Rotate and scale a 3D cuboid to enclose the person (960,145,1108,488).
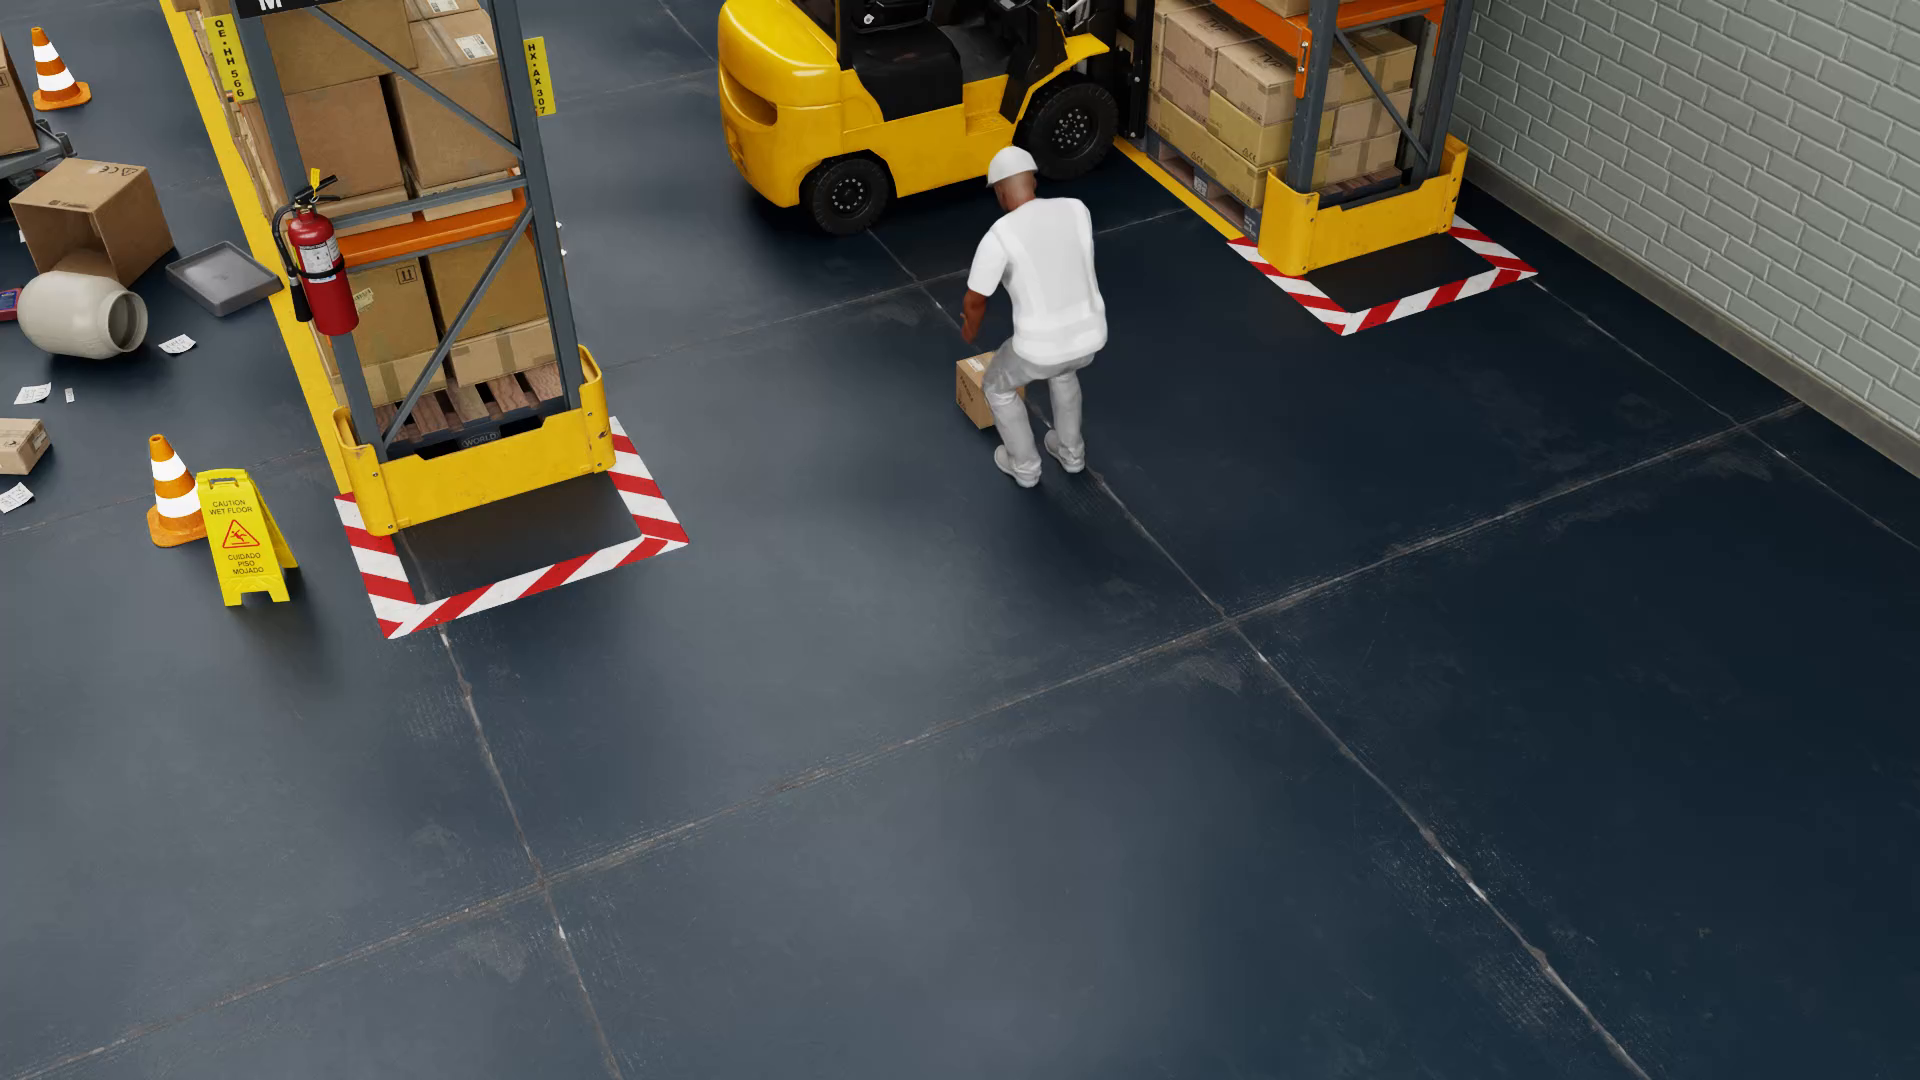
[{"bbox_3d":[0.324,-0.959,7.415,0.625,1.541,0.666,-18,44,-20],"label":"person"}]
